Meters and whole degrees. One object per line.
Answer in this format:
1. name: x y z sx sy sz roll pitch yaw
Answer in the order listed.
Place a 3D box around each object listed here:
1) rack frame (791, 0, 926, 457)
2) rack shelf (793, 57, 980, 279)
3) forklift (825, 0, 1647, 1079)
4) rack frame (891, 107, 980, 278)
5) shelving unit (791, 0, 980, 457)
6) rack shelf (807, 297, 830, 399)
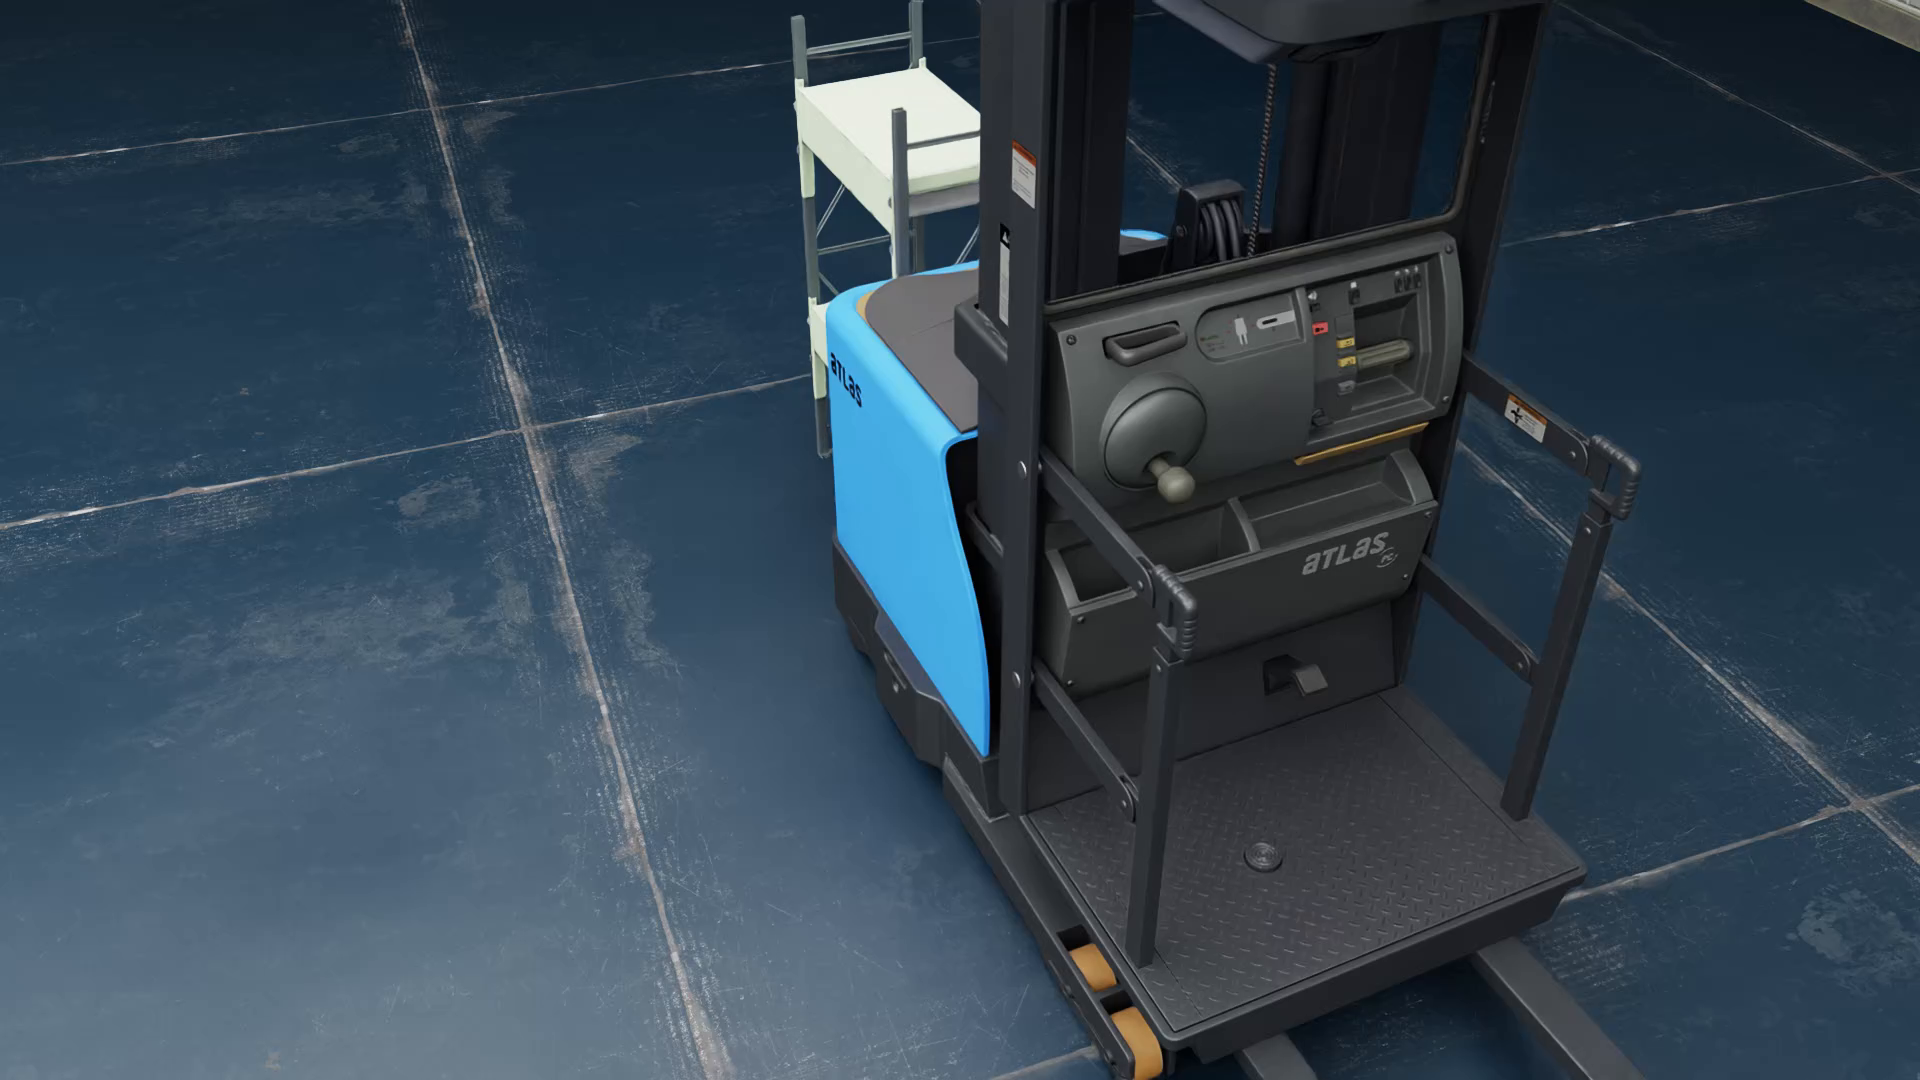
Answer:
1. rack frame: -0.296 -0.935 5.245 0.400 1.500 0.023 -16 40 -20
2. rack shelf: -0.142 -1.047 4.745 0.431 0.370 0.720 -16 40 -20
3. forklift: 0.711 -0.277 3.181 1.130 2.935 3.031 -16 40 -20
4. rack frame: 0.011 -0.535 4.714 0.400 1.500 0.023 -16 40 -20
5. shelving unit: -0.142 -0.735 4.979 0.431 1.500 0.755 -16 40 -20
6. rack shelf: -0.142 -0.475 5.175 0.431 0.370 0.720 -16 40 -20
